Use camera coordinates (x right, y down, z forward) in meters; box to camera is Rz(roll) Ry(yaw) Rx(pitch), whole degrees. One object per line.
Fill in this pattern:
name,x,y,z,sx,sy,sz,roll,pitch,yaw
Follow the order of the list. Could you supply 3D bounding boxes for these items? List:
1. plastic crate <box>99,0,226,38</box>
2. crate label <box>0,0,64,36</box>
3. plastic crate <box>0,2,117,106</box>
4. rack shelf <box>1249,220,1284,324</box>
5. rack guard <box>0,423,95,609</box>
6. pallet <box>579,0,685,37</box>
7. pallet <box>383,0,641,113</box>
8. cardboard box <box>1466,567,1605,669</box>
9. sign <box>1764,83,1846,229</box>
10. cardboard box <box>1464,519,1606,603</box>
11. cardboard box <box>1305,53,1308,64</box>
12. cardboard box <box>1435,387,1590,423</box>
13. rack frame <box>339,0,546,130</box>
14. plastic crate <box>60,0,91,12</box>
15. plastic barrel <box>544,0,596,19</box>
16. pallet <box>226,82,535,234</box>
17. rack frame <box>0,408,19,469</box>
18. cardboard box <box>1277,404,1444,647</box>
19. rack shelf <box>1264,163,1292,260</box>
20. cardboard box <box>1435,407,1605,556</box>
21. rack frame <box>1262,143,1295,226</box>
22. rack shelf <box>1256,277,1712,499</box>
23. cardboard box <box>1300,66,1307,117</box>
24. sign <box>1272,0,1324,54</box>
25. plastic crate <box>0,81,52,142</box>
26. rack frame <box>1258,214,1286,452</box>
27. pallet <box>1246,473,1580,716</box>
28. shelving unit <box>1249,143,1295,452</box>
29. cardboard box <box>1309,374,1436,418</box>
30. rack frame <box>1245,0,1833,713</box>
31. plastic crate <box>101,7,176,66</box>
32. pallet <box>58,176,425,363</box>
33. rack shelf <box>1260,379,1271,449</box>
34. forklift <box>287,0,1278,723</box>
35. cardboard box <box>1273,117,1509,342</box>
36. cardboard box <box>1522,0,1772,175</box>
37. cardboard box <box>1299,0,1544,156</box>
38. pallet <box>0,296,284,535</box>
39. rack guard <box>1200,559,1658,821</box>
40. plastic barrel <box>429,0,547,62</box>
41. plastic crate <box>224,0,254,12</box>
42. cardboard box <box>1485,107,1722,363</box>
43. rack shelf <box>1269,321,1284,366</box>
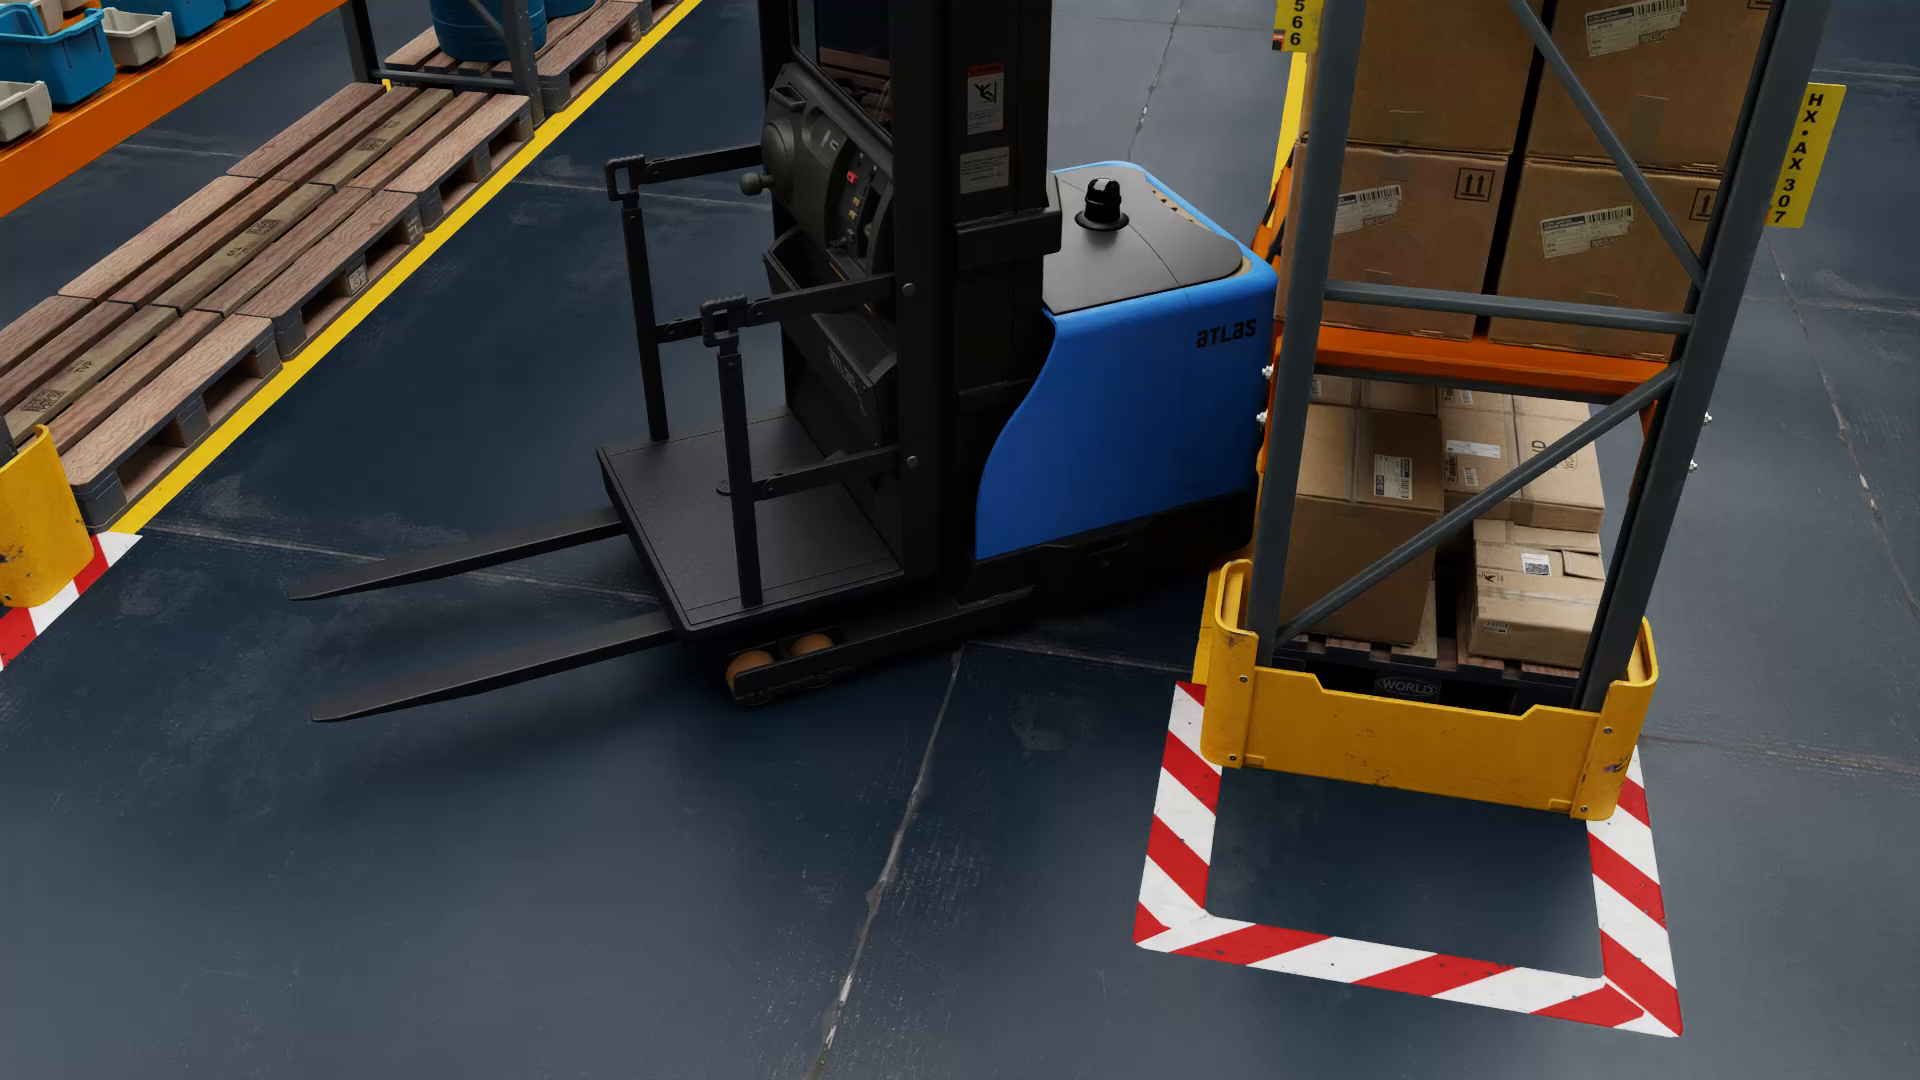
plastic crate,-2.896,-1.982,6.020,0.416,0.233,0.300,7,37,10
crate label,-3.443,-1.905,5.996,0.396,0.136,0.243,7,37,10
plastic crate,-3.037,-1.604,5.499,0.416,0.233,0.300,7,37,10
rack shelf,1.078,-0.845,5.563,0.258,0.148,0.480,18,45,0
rack guard,-3.545,-0.142,5.520,1.175,0.500,0.348,7,37,10
pallet,-2.234,-3.473,10.362,1.003,0.211,1.213,7,37,10
pallet,-2.492,-2.771,9.394,1.003,0.211,1.213,7,37,10
cardboard box,1.711,0.232,4.928,0.380,0.149,0.250,7,37,10
sign,1.816,-0.829,3.601,0.100,0.325,0.005,7,37,10
cardboard box,1.765,0.082,5.120,0.380,0.166,0.250,7,37,10
cardboard box,1.220,-1.572,4.425,0.500,0.500,0.500,8,37,11
cardboard box,1.893,-0.461,5.798,0.500,0.250,0.500,7,37,10
rack frame,-2.698,-3.463,7.972,1.000,3.000,0.127,7,37,10
plastic crate,-3.398,-2.077,6.233,0.298,0.136,0.250,7,37,10
plastic barrel,-2.414,-3.499,9.452,0.600,0.901,0.708,7,37,10
pallet,-2.817,-1.908,8.202,1.003,0.211,1.213,7,37,10
rack frame,-3.552,-1.170,4.808,1.000,3.000,0.127,7,37,10
cardboard box,1.162,-0.056,5.026,0.500,0.500,0.500,7,37,10
rack shelf,1.129,-1.005,5.397,0.258,0.148,0.480,18,45,0
cardboard box,1.786,-0.175,5.403,0.500,0.250,0.500,7,37,10
rack frame,1.098,-0.901,5.847,0.240,1.200,0.015,18,45,0
rack shelf,1.713,-1.402,5.742,1.077,0.370,4.000,7,37,10
cardboard box,1.223,-1.176,4.732,0.500,0.500,0.500,8,37,10
sign,0.748,-1.225,3.628,0.100,0.325,0.005,7,37,10
plastic crate,-3.028,-1.361,5.246,0.250,0.136,0.298,7,37,10
rack frame,0.990,-0.576,5.499,0.240,1.200,0.015,18,45,0
pallet,1.472,0.082,5.458,1.003,0.211,1.213,7,37,10
shelving unit,1.044,-0.739,5.673,0.258,1.200,0.503,18,45,0
cardboard box,1.394,-0.495,5.845,0.500,0.250,0.500,7,37,10
rack frame,1.286,-0.547,3.949,1.000,3.000,0.127,7,37,10
plastic crate,-2.883,-1.750,5.782,0.250,0.136,0.298,7,37,10
pallet,-3.075,-1.206,7.234,1.003,0.211,1.213,7,37,10
rack shelf,0.987,-0.558,5.860,0.258,0.148,0.480,18,45,0
forklift,-0.570,-1.038,4.684,3.031,2.935,1.130,-15,38,-19
cardboard box,1.116,-0.878,4.321,0.500,0.500,0.500,8,37,11
cardboard box,1.639,-1.214,3.931,0.500,0.500,0.500,8,37,11
cardboard box,1.113,-1.282,4.025,0.500,0.500,0.500,7,37,10
pallet,-3.338,-0.509,6.272,1.003,0.211,1.213,7,37,10
rack guard,1.302,0.422,4.742,1.175,0.500,0.348,7,37,10
plastic barrel,-2.565,-3.093,8.892,0.600,0.901,0.708,7,37,10
plastic crate,-2.832,-2.154,6.257,0.416,0.233,0.300,7,37,10
cardboard box,1.639,-0.809,4.225,0.500,0.500,0.500,8,37,11
rack shelf,1.030,-0.693,5.720,0.258,0.148,0.480,18,45,0
